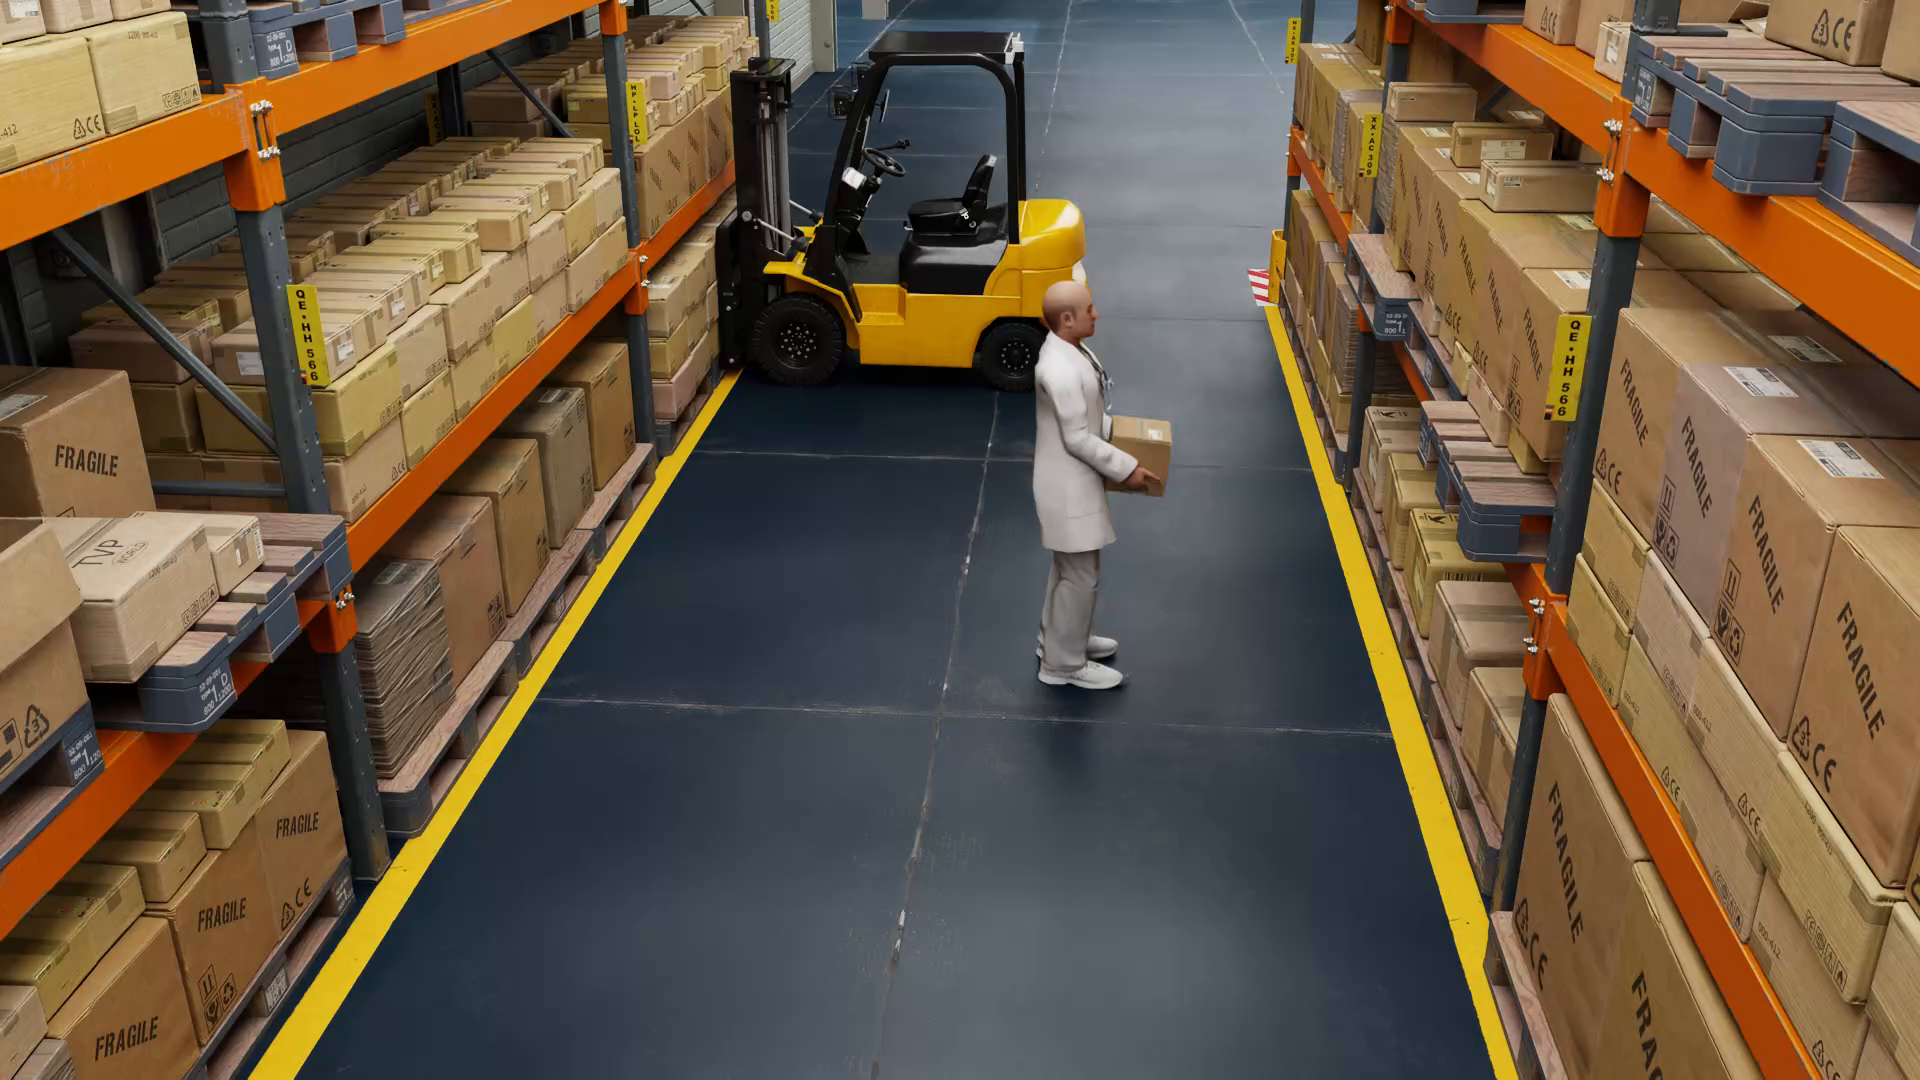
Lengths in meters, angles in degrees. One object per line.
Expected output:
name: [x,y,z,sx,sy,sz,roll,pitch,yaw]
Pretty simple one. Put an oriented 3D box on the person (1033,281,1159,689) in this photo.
person: [0.578,-0.235,7.137,0.535,1.780,0.548,2,24,4]
